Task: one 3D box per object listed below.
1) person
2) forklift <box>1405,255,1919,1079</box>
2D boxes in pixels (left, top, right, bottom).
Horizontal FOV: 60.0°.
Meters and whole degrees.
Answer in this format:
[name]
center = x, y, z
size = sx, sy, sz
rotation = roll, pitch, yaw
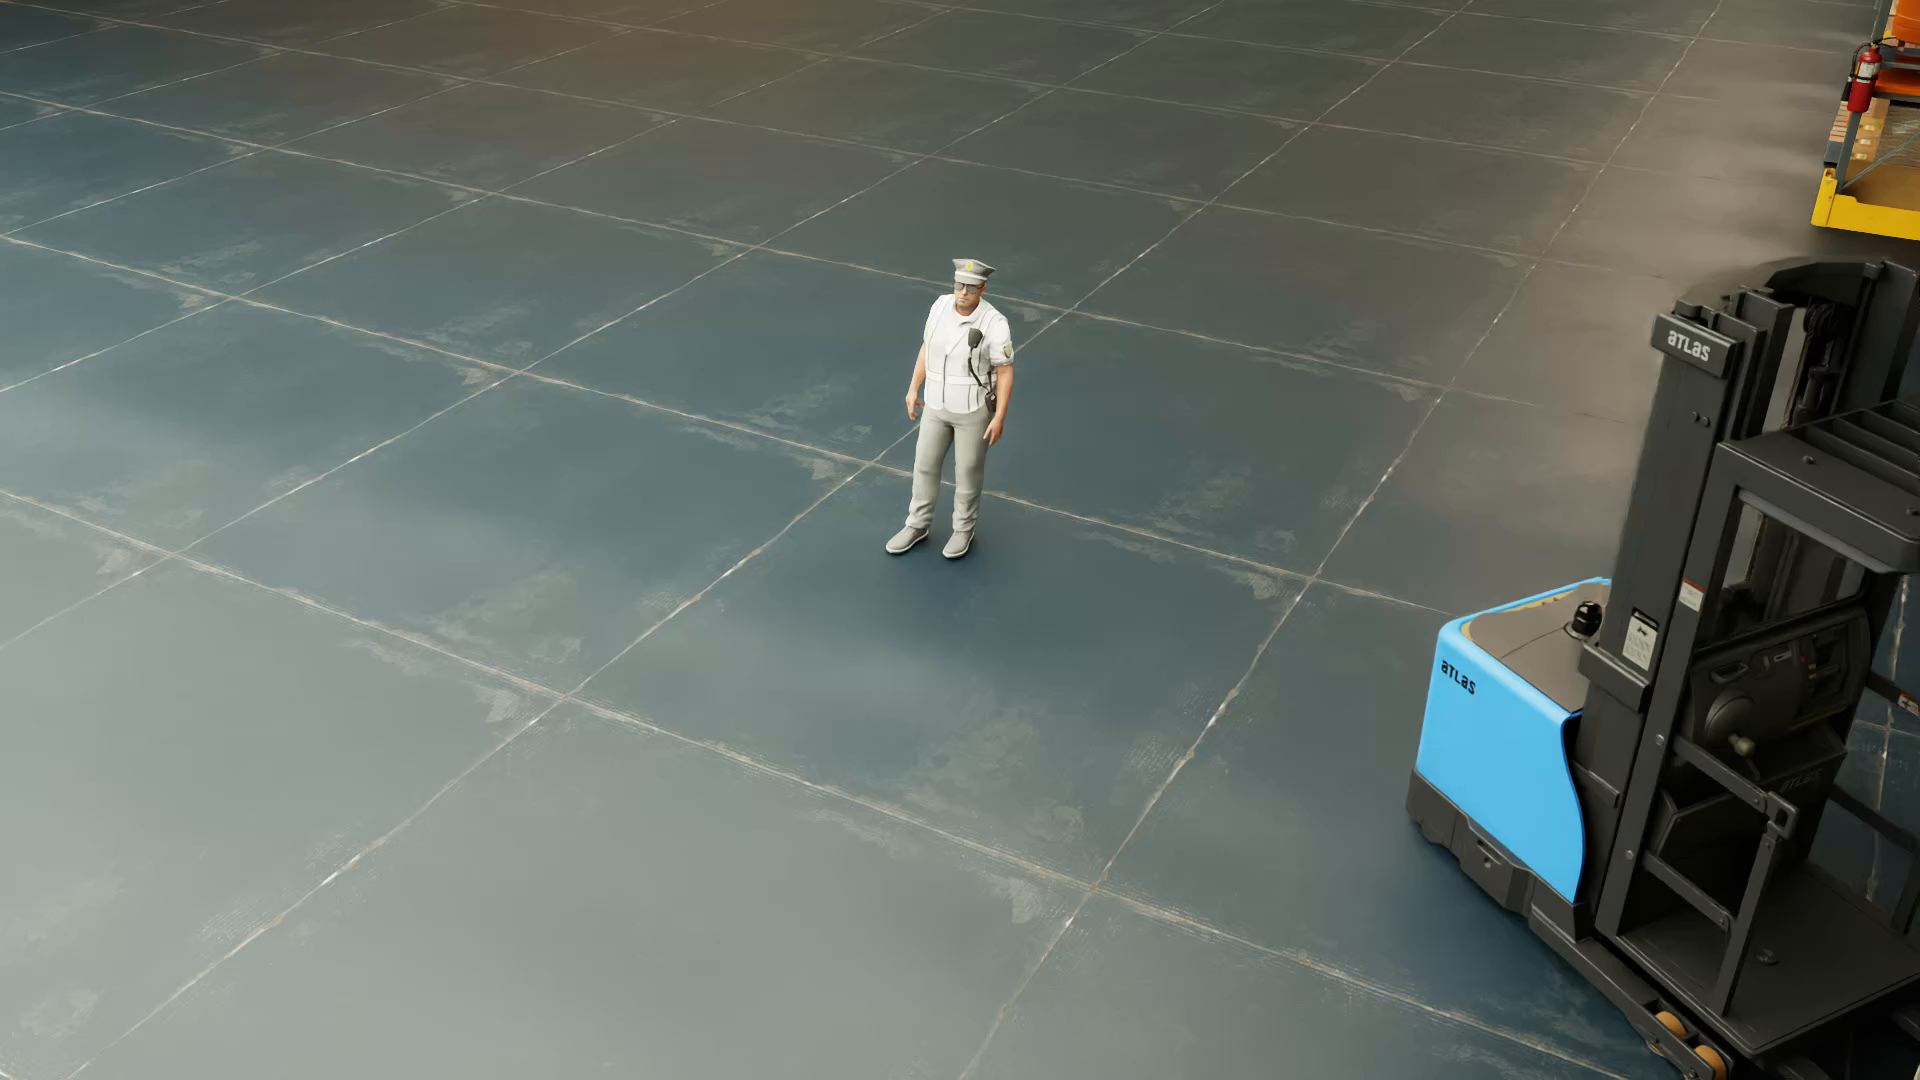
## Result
[person]
center = -0.048, -0.747, 9.500
size = 0.640, 1.781, 0.575
rotation = 15, 33, 25
[forklift]
center = 3.164, 0.580, 6.065
size = 1.130, 2.935, 3.031
rotation = -14, 33, -22
